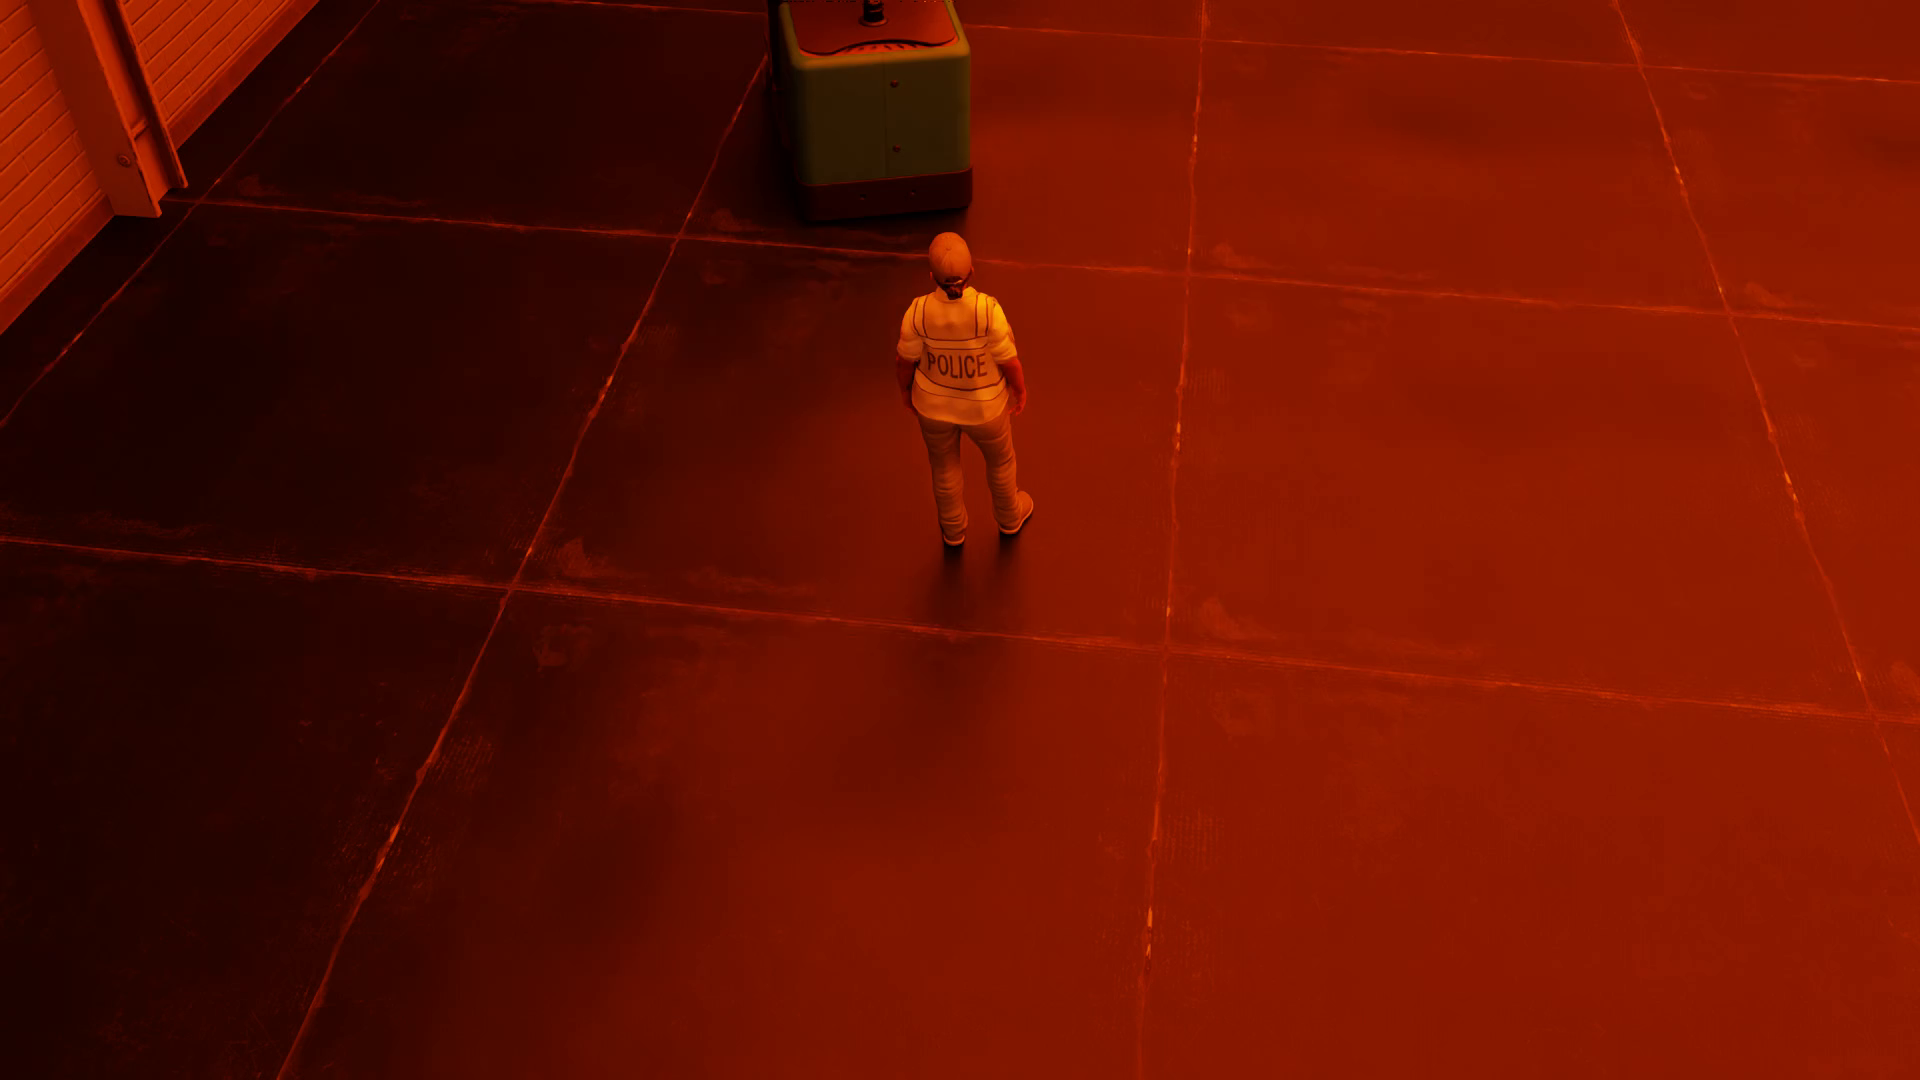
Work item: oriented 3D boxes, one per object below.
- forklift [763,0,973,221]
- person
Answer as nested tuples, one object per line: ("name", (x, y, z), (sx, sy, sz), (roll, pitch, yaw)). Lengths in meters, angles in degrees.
("forklift", (-0.692, -3.970, 10.046), (1.130, 2.935, 3.031), (-7, 43, -8))
("person", (0.033, -0.668, 7.376), (0.598, 1.670, 0.529), (5, 43, 6))
